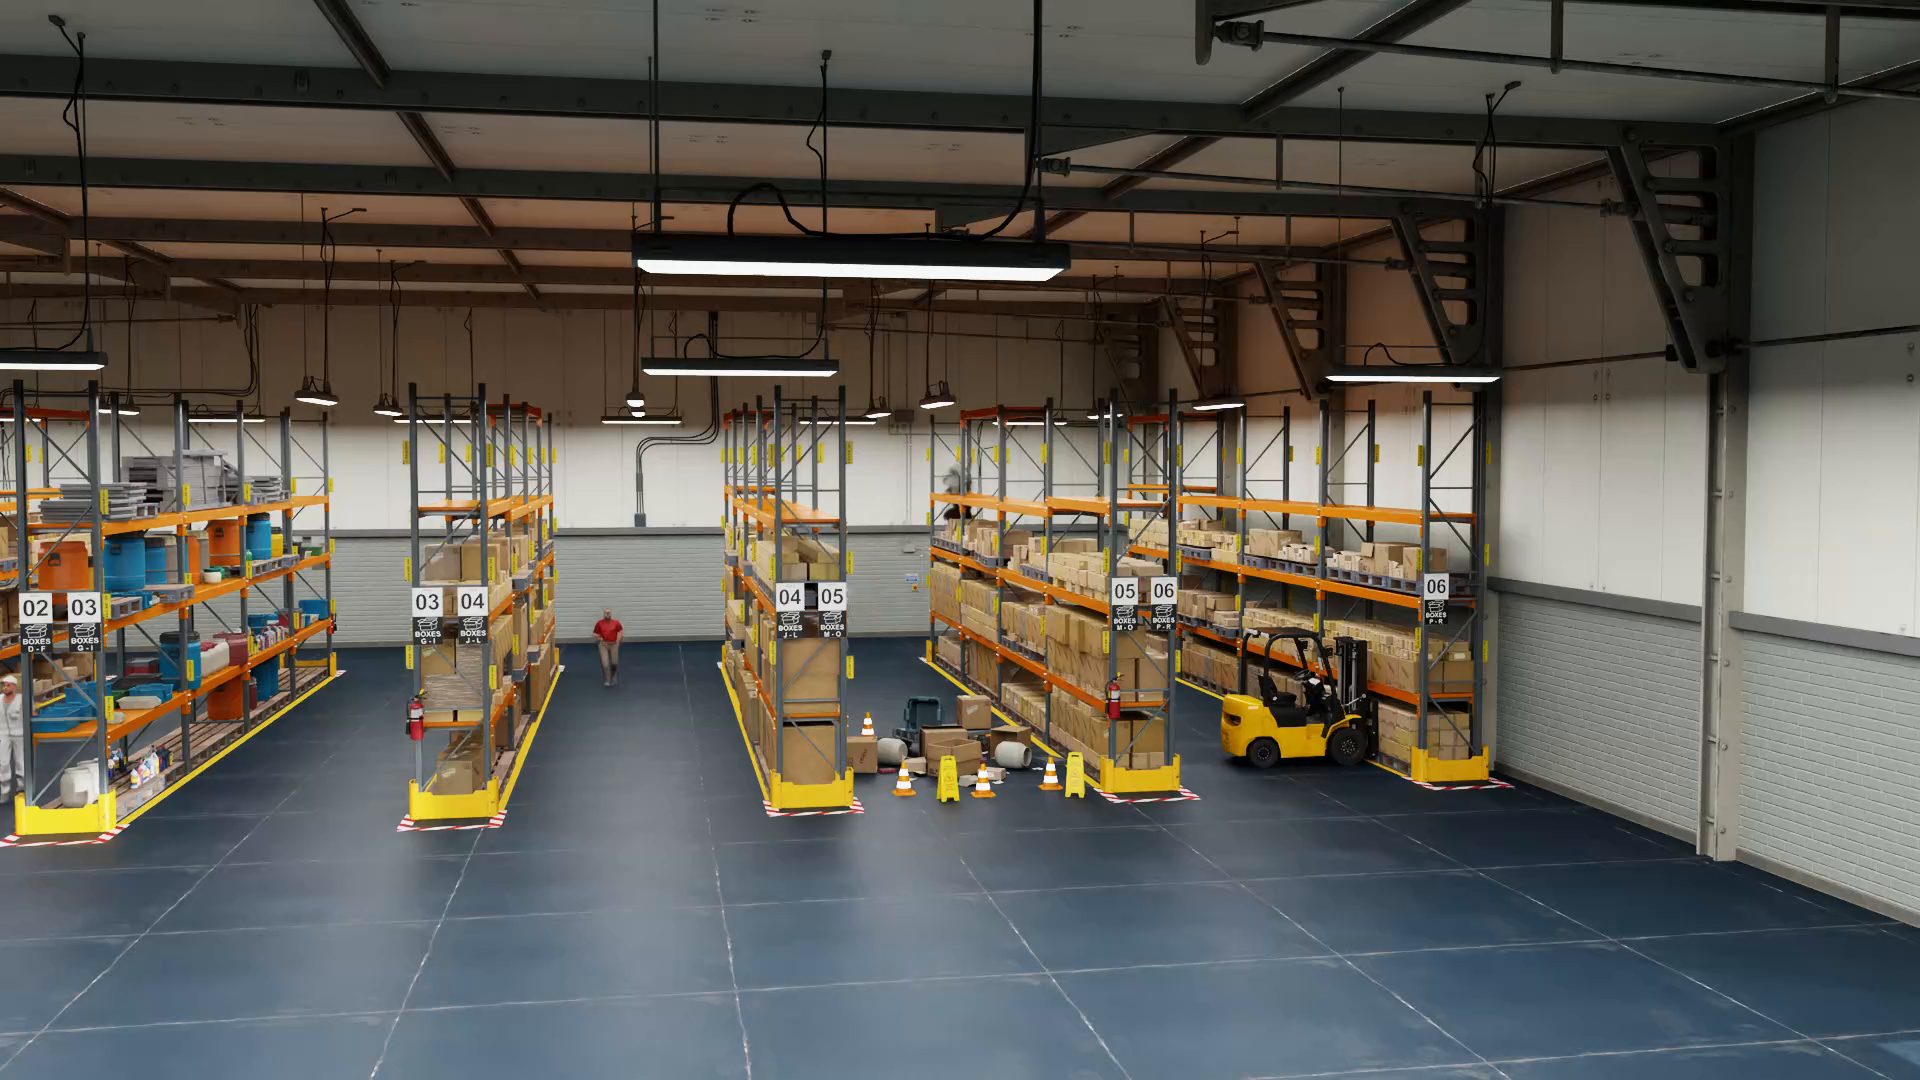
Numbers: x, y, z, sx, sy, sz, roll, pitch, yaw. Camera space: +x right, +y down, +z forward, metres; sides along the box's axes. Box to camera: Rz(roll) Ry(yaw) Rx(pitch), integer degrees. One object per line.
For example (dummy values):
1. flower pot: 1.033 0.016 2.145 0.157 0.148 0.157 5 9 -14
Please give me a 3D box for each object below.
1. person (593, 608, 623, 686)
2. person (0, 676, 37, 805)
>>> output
1. person: -7.597 2.331 35.958 0.650 1.688 0.602 -1 3 -14
2. person: -13.760 2.890 24.223 0.618 1.851 0.798 -1 3 -13
